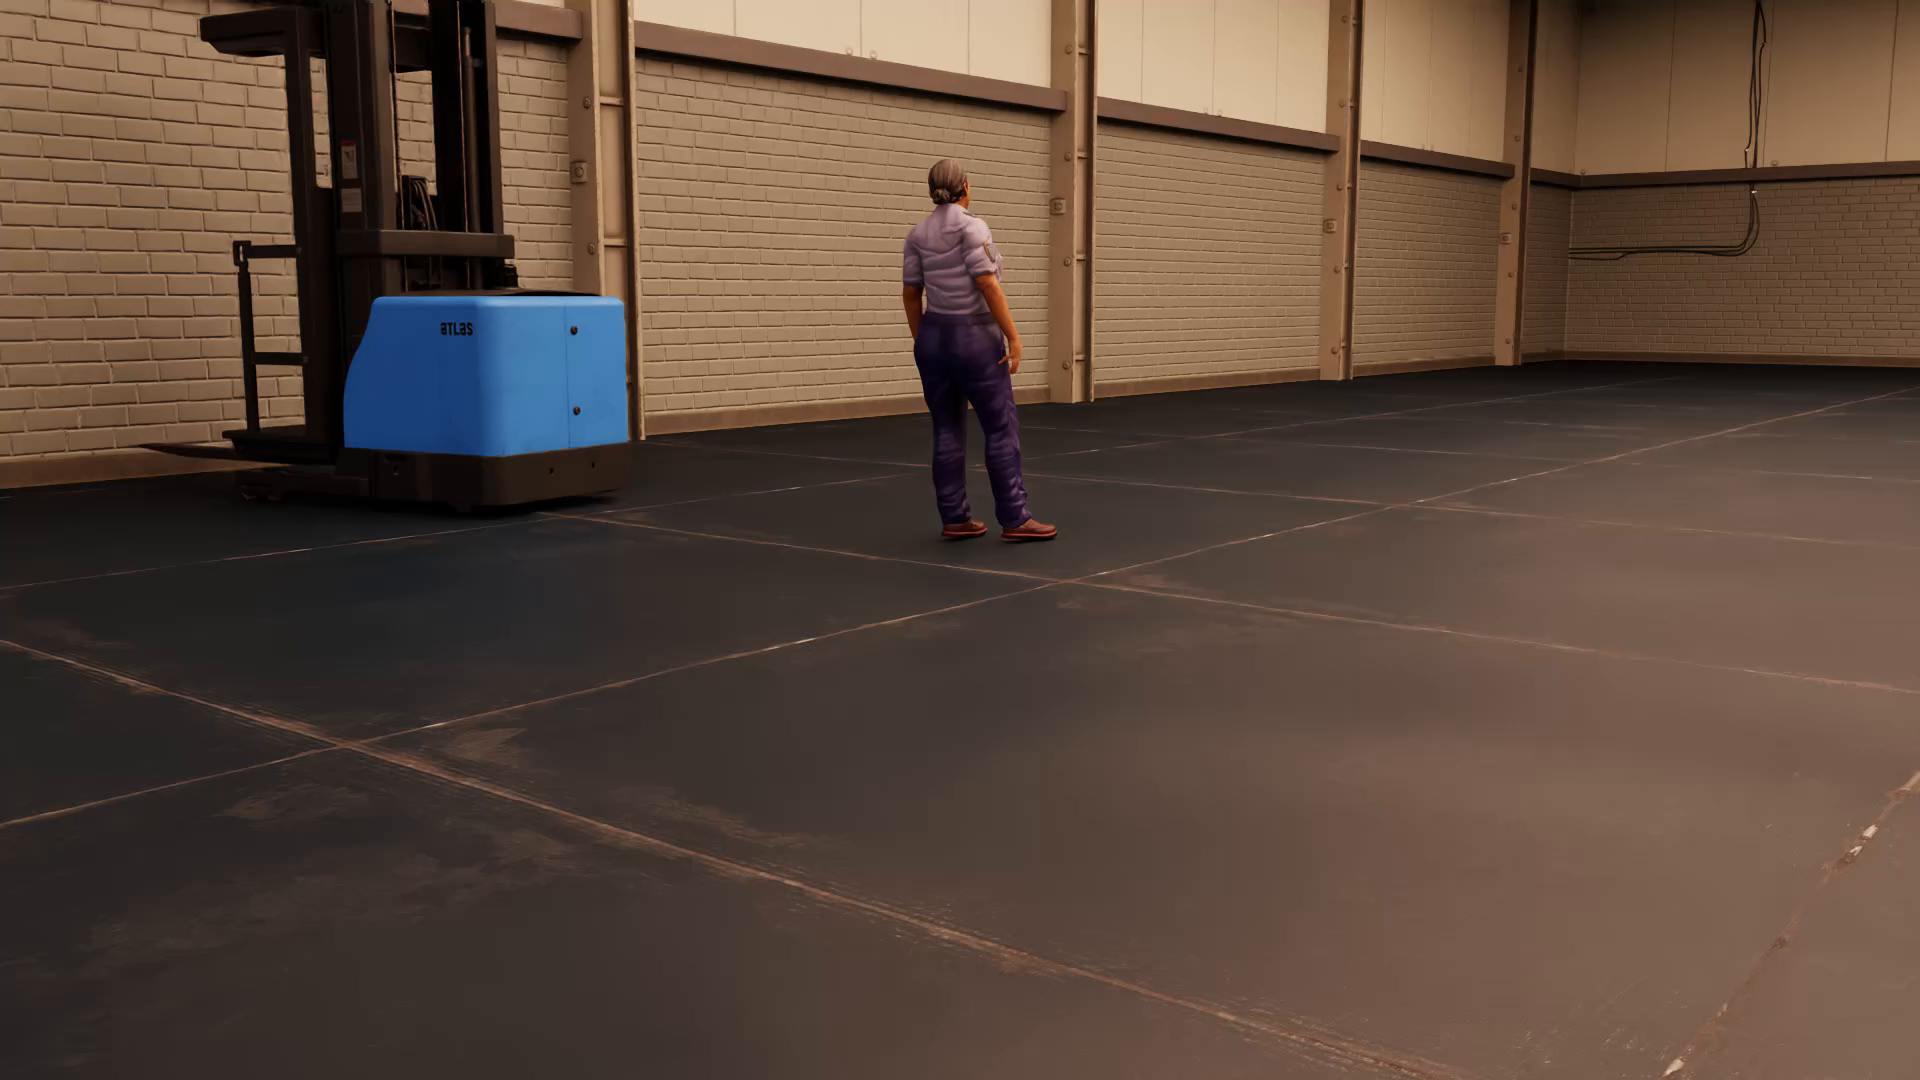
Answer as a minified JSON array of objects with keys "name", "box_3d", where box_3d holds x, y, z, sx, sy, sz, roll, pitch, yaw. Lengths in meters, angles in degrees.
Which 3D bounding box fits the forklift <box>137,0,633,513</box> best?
[{"name":"forklift","box_3d":[-3.282,-1.712,8.979,3.031,2.935,1.130,5,10,29]}]

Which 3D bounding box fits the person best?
[{"name":"person","box_3d":[0.074,-0.827,7.340,0.598,1.643,0.503,7,11,38]}]
